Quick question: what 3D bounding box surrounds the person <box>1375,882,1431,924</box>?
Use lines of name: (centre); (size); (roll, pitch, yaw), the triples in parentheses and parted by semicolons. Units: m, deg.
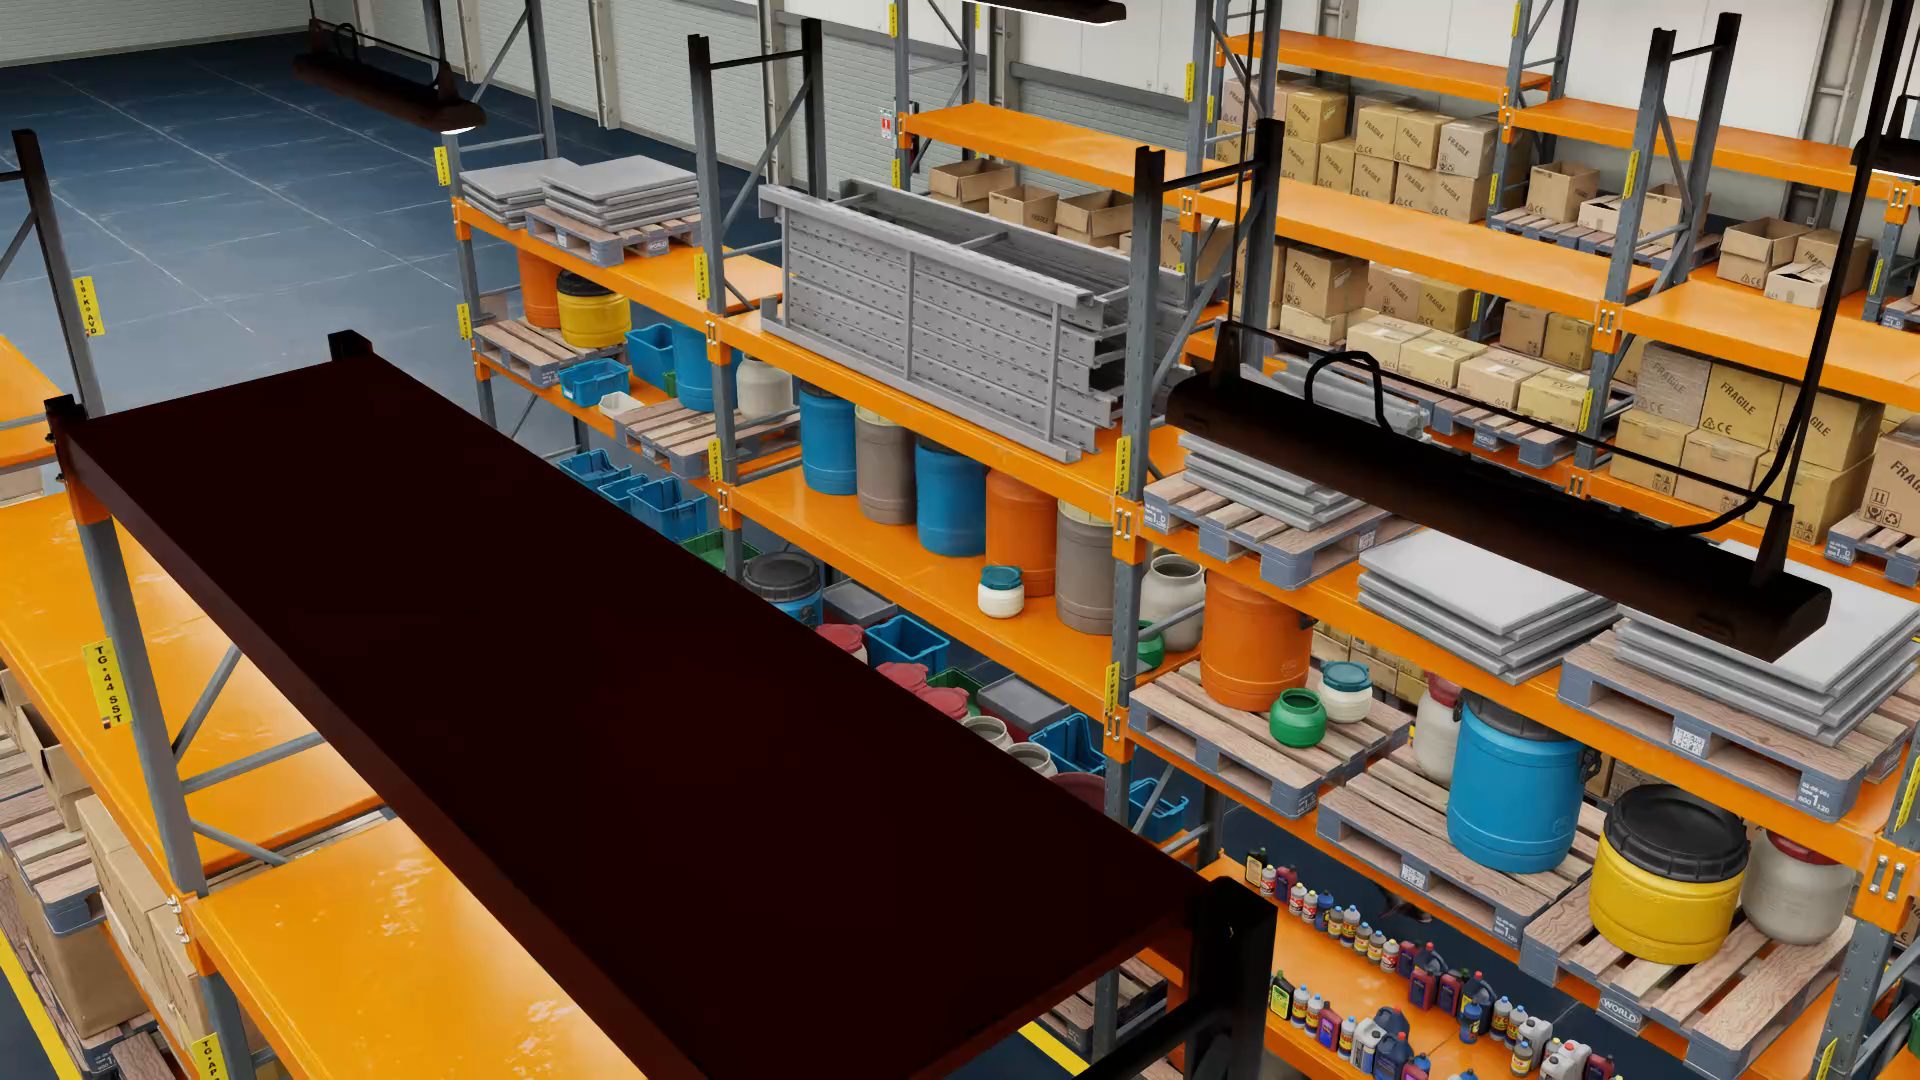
person: (3.063, 2.004, 11.613); (0.570, 1.565, 0.742); (-16, 31, -28)
